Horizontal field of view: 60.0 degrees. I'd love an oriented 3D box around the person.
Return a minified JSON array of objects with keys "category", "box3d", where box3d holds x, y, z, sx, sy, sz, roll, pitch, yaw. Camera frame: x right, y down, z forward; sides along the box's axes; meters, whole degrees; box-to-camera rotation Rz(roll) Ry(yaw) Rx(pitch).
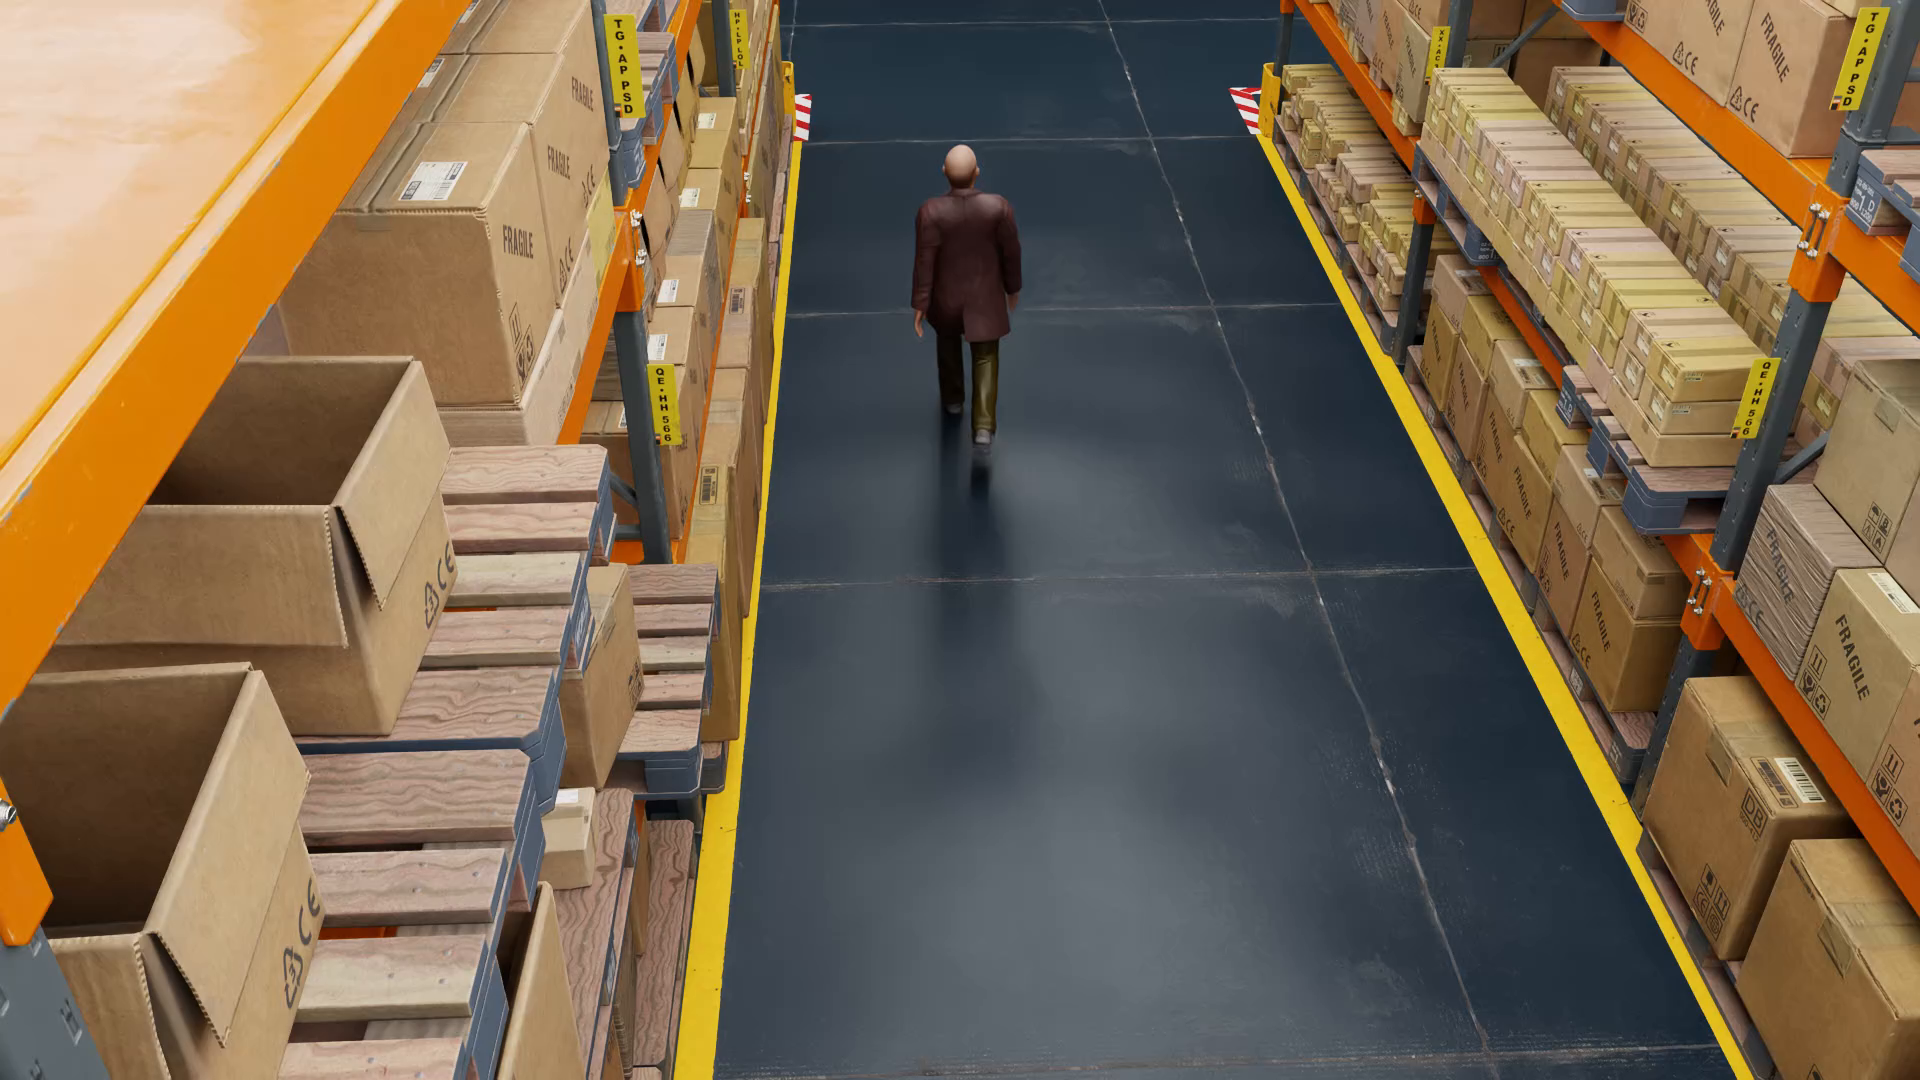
[{"category":"person","box3d":[0.037,-1.351,9.157,0.613,1.731,1.072,1,35,1]}]
